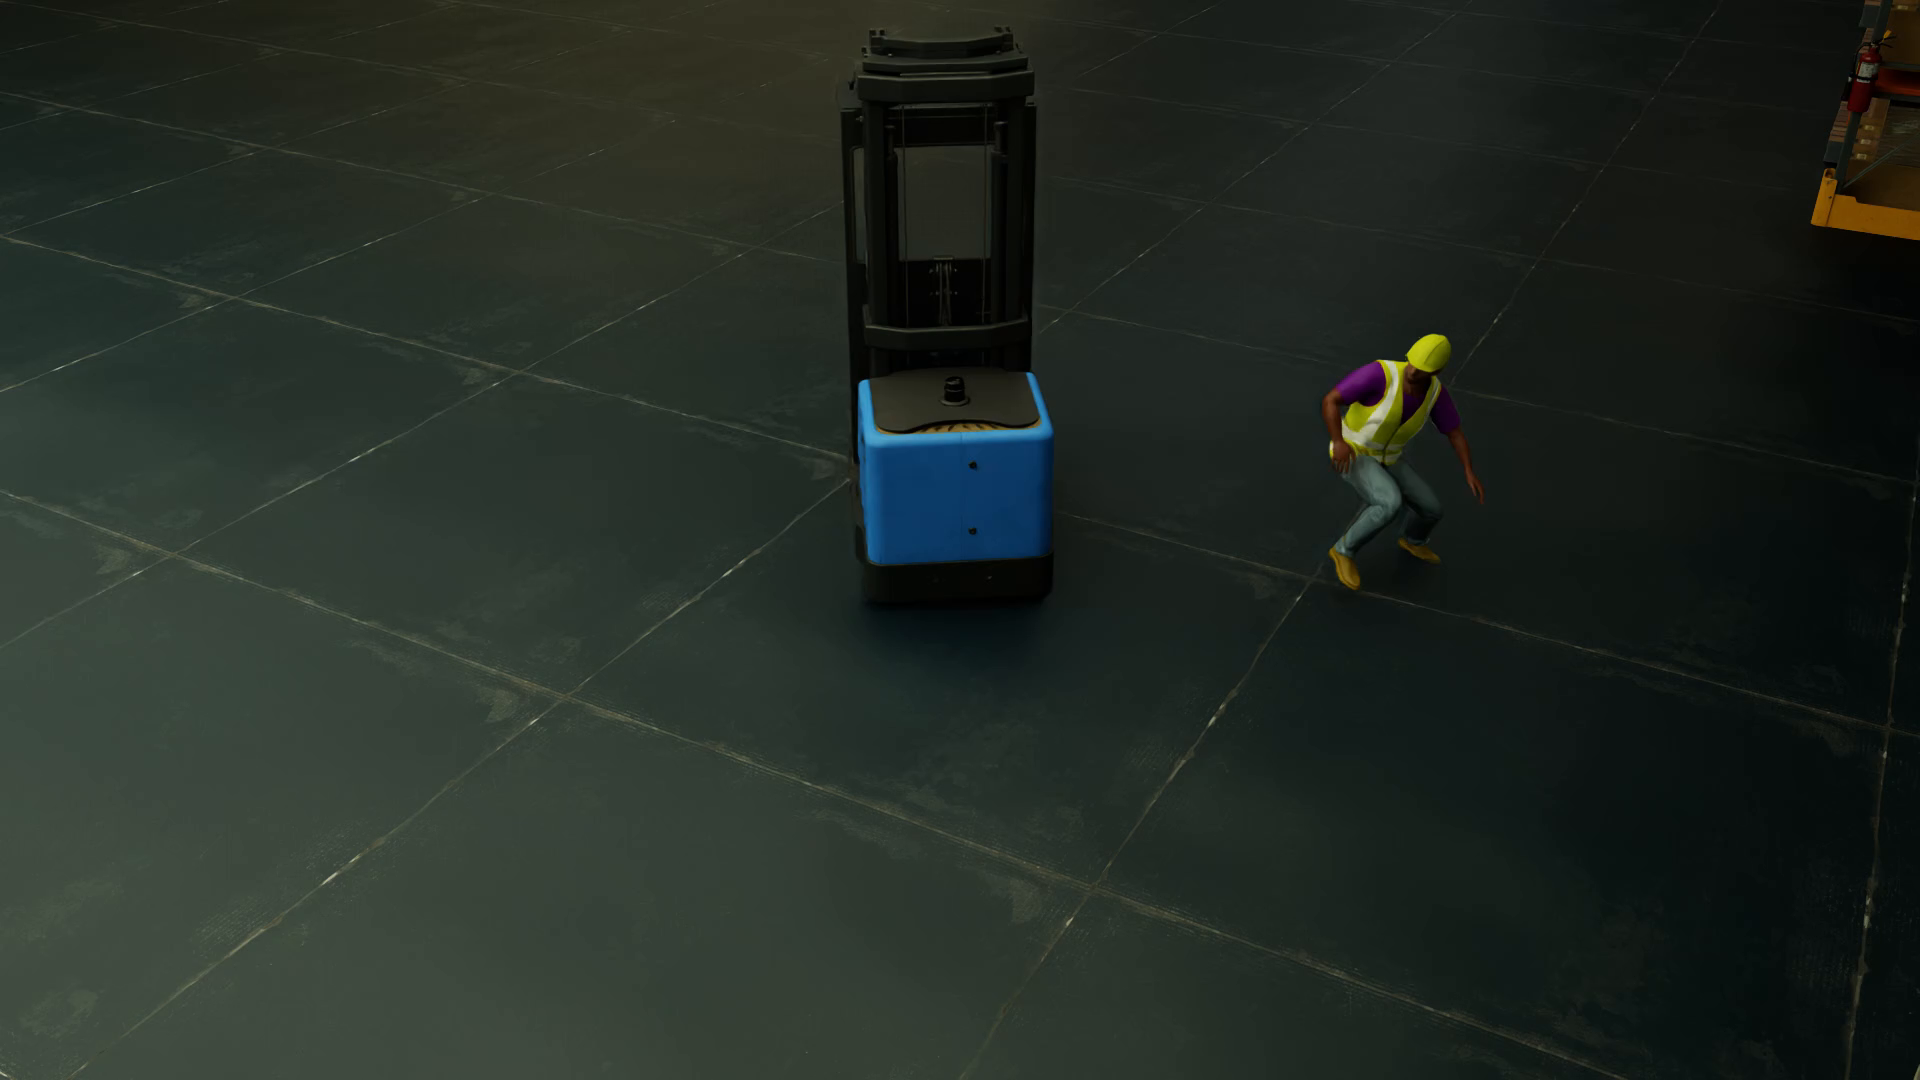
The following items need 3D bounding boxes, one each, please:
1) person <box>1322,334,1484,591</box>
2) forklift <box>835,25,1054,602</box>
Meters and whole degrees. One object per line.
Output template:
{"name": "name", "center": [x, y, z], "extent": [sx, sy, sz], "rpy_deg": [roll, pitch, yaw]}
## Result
{"name": "person", "center": [2.457, -0.446, 9.327], "extent": [0.836, 1.527, 0.682], "rpy_deg": [-14, 33, -23]}
{"name": "forklift", "center": [-0.146, -1.633, 9.901], "extent": [1.130, 2.935, 3.031], "rpy_deg": [-3, 30, -5]}
